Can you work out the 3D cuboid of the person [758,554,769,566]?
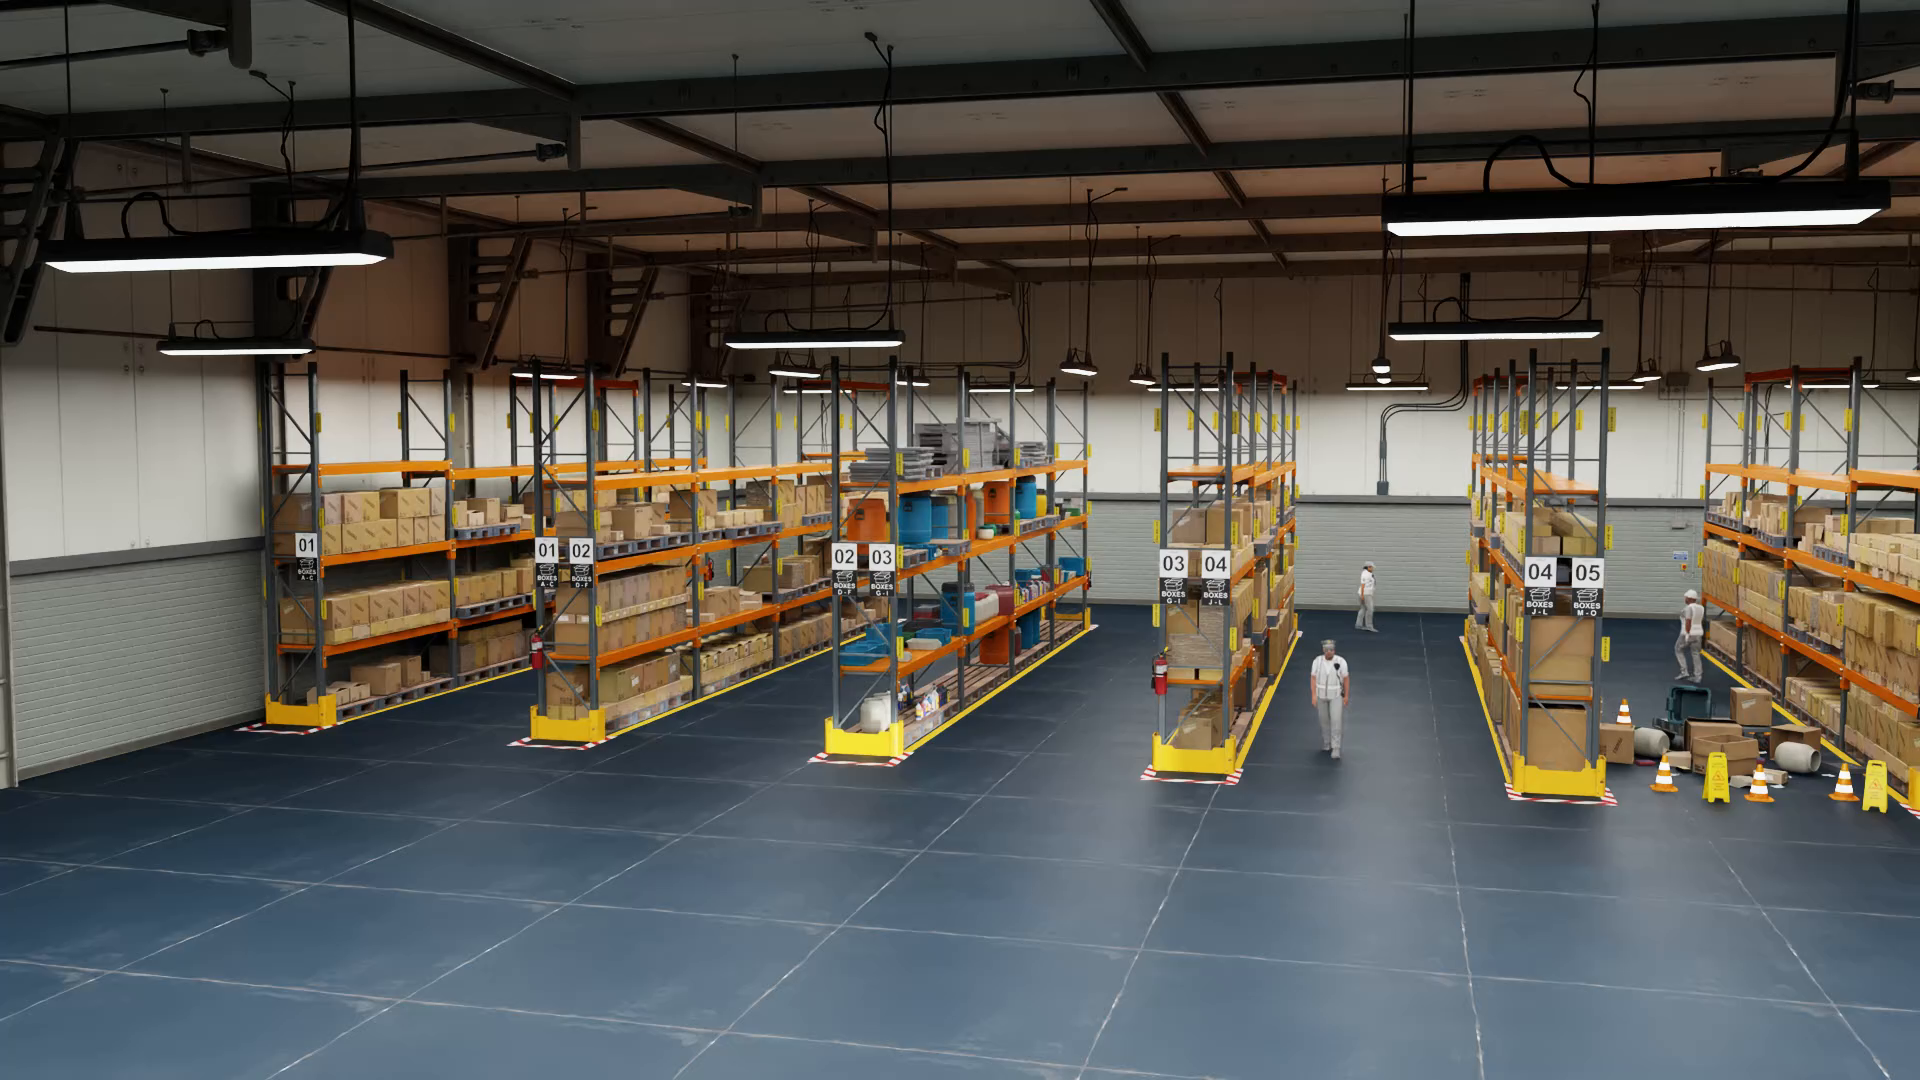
[{"bbox_3d":[-4.844,1.229,41.001,0.561,1.781,0.627,-2,5,-30],"label":"person"}]

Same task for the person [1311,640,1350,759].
[{"bbox_3d":[5.548,2.355,25.055,0.553,1.718,0.919,2,4,25],"label":"person"}]

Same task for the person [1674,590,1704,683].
[{"bbox_3d":[14.137,1.849,32.062,0.537,1.767,0.541,-1,4,-10],"label":"person"}]

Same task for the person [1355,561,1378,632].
[{"bbox_3d":[9.846,1.365,40.174,0.551,1.699,0.519,1,4,19],"label":"person"}]
